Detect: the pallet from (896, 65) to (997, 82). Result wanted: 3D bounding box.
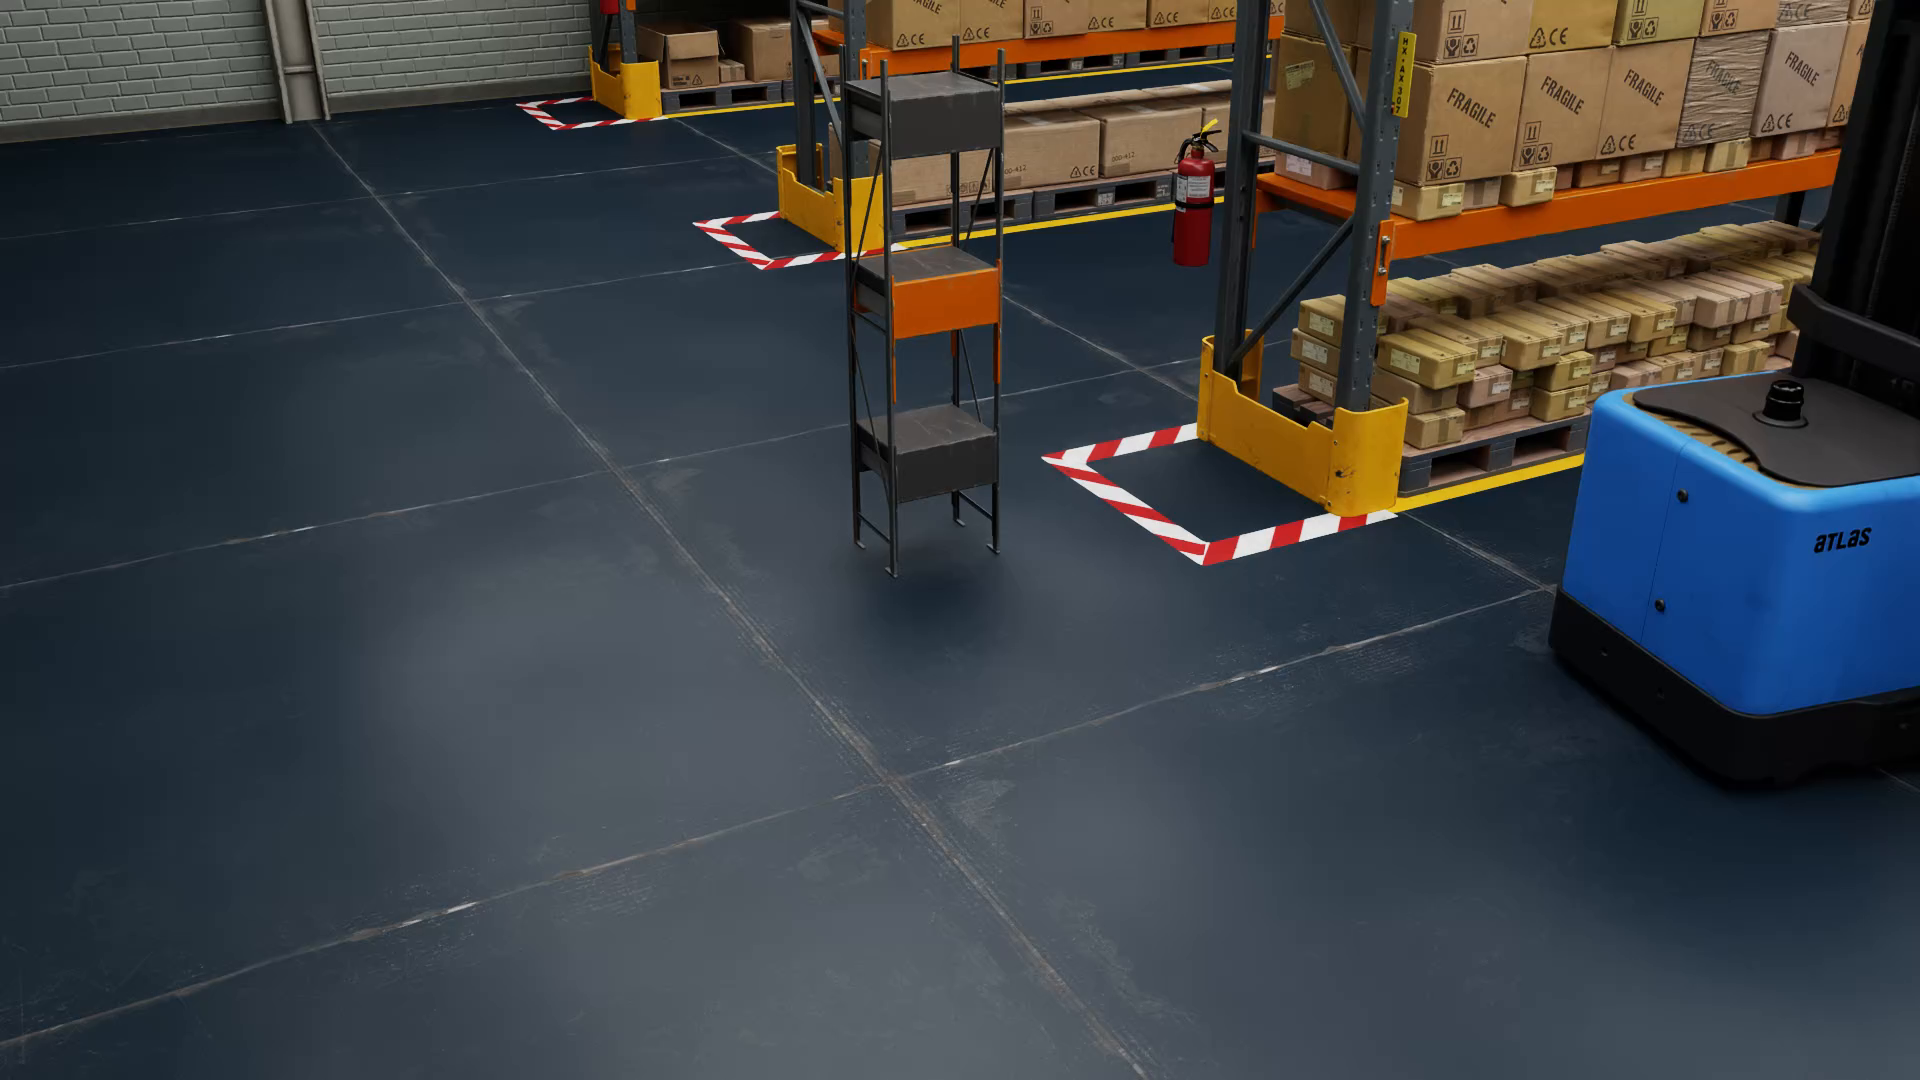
[{"bbox_3d":[-0.313,-4.868,17.145,1.213,0.211,1.003,-13,29,-25],"label":"pallet"}]

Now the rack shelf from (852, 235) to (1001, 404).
[{"bbox_3d":[-0.146,-0.901,6.731,0.480,0.518,0.431,-13,29,-25],"label":"rack shelf"}]

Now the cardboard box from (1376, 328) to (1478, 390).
[{"bbox_3d":[2.144,-0.834,7.643,0.250,0.149,0.380,-14,29,-27],"label":"cardboard box"}]

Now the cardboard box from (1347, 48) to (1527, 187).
[{"bbox_3d":[2.048,-1.850,7.178,0.500,0.500,0.500,-12,28,-23],"label":"cardboard box"}]

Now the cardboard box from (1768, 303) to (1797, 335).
[{"bbox_3d":[4.194,-1.217,8.785,0.250,0.149,0.380,-13,28,-25],"label":"cardboard box"}]

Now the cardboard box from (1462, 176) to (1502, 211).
[{"bbox_3d":[2.167,-1.580,7.366,0.250,0.149,0.380,-12,28,-23],"label":"cardboard box"}]

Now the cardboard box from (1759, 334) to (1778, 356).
[{"bbox_3d":[4.104,-1.087,8.857,0.250,0.149,0.380,-14,29,-26],"label":"cardboard box"}]

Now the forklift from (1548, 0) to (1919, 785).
[{"bbox_3d":[3.792,-0.871,5.678,3.031,2.935,1.130,-8,27,-16],"label":"forklift"}]

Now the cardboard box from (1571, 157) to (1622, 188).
[{"bbox_3d":[2.844,-1.765,7.752,0.250,0.149,0.380,-13,29,-26],"label":"cardboard box"}]

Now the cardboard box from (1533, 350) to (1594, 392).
[{"bbox_3d":[2.825,-0.860,8.041,0.250,0.149,0.380,-12,28,-24],"label":"cardboard box"}]

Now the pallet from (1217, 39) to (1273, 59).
[{"bbox_3d":[3.146,-5.684,18.845,1.213,0.211,1.003,-13,29,-25],"label":"pallet"}]

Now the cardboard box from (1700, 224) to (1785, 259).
[{"bbox_3d":[4.379,-1.647,9.337,0.250,0.149,0.380,-12,28,-23],"label":"cardboard box"}]

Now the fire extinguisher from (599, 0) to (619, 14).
[{"bbox_3d":[-3.148,-5.040,14.802,0.183,0.674,0.296,-13,29,-25],"label":"fire extinguisher"}]

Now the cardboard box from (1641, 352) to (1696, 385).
[{"bbox_3d":[3.493,-0.894,8.454,0.250,0.149,0.380,-13,29,-25],"label":"cardboard box"}]

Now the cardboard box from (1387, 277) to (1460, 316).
[{"bbox_3d":[2.287,-1.192,8.389,0.250,0.149,0.380,-14,29,-26],"label":"cardboard box"}]

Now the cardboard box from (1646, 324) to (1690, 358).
[{"bbox_3d":[3.477,-1.073,8.484,0.250,0.149,0.380,-12,28,-23],"label":"cardboard box"}]

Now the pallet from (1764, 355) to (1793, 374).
[{"bbox_3d":[4.475,-1.092,9.281,1.213,0.211,1.003,-13,29,-25],"label":"pallet"}]

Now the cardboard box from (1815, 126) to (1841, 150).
[{"bbox_3d":[4.209,-2.087,8.421,0.250,0.149,0.380,-14,29,-27],"label":"cardboard box"}]

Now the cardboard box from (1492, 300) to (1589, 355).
[{"bbox_3d":[2.793,-1.021,8.032,0.250,0.149,0.380,-15,29,-28],"label":"cardboard box"}]

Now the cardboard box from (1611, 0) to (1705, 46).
[{"bbox_3d":[2.954,-2.507,7.393,0.500,0.500,0.500,-14,29,-26],"label":"cardboard box"}]

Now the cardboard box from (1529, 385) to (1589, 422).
[{"bbox_3d":[2.820,-0.721,8.096,0.250,0.149,0.380,-13,28,-24],"label":"cardboard box"}]

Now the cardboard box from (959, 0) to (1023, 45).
[{"bbox_3d":[0.095,-3.702,11.379,0.500,0.500,0.500,-13,29,-26],"label":"cardboard box"}]

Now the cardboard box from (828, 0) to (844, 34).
[{"bbox_3d":[-0.596,-3.799,11.582,0.500,0.500,0.500,-13,28,-25],"label":"cardboard box"}]

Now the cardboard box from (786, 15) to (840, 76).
[{"bbox_3d":[-1.366,-4.829,16.246,0.500,0.500,0.500,-12,28,-24],"label":"cardboard box"}]

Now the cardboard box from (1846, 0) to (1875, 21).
[{"bbox_3d":[4.310,-2.823,8.050,0.500,0.500,0.500,-14,29,-27],"label":"cardboard box"}]

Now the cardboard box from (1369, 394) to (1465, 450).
[{"bbox_3d":[2.135,-0.573,7.787,0.250,0.149,0.380,-12,28,-24],"label":"cardboard box"}]

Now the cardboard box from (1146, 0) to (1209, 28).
[{"bbox_3d":[1.455,-4.008,12.016,0.500,0.500,0.500,-13,29,-26],"label":"cardboard box"}]

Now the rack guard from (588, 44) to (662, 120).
[{"bbox_3d":[-3.169,-4.338,15.708,0.348,0.500,1.175,-13,29,-25],"label":"rack guard"}]

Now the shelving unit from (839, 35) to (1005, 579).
[{"bbox_3d":[-0.146,-0.913,6.725,0.503,2.100,0.431,-13,29,-25],"label":"shelving unit"}]

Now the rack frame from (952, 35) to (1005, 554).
[{"bbox_3d":[0.069,-0.963,6.829,0.015,2.100,0.400,-13,29,-25],"label":"rack frame"}]

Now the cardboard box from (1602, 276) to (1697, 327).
[{"bbox_3d":[3.472,-1.198,8.400,0.250,0.149,0.380,-13,29,-25],"label":"cardboard box"}]

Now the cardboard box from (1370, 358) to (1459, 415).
[{"bbox_3d":[2.105,-0.732,7.773,0.250,0.149,0.380,-12,28,-23],"label":"cardboard box"}]

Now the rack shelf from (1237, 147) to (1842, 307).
[{"bbox_3d":[3.286,-1.768,8.298,4.000,0.370,1.077,-13,29,-25],"label":"rack shelf"}]

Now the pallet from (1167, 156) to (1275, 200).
[{"bbox_3d":[1.925,-2.987,13.228,1.213,0.211,1.003,-13,29,-25],"label":"pallet"}]

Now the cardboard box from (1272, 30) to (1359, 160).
[{"bbox_3d":[1.797,-2.054,7.603,0.500,0.500,0.500,-12,28,-24],"label":"cardboard box"}]

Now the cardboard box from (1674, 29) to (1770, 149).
[{"bbox_3d":[3.393,-2.170,7.844,0.500,0.500,0.500,-14,29,-26],"label":"cardboard box"}]

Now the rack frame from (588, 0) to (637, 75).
[{"bbox_3d":[-3.236,-5.450,15.135,0.127,3.000,1.000,-13,29,-25],"label":"rack frame"}]

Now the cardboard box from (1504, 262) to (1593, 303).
[{"bbox_3d":[3.041,-1.308,8.630,0.250,0.149,0.380,-14,29,-27],"label":"cardboard box"}]

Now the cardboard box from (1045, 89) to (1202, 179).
[{"bbox_3d":[1.238,-3.134,12.787,0.875,0.438,0.875,-14,29,-27],"label":"cardboard box"}]

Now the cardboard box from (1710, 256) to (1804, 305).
[{"bbox_3d":[4.171,-1.356,8.731,0.250,0.149,0.380,-12,28,-23],"label":"cardboard box"}]

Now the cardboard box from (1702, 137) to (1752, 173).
[{"bbox_3d":[3.563,-1.893,8.017,0.250,0.149,0.380,-12,28,-24],"label":"cardboard box"}]

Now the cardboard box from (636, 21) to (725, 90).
[{"bbox_3d":[-2.652,-4.602,15.768,0.637,0.503,0.797,-14,29,-27],"label":"cardboard box"}]

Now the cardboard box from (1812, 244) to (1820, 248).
[{"bbox_3d":[4.860,-1.500,9.030,0.250,0.149,0.380,-12,28,-24],"label":"cardboard box"}]

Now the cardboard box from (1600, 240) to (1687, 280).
[{"bbox_3d":[3.696,-1.495,9.019,0.250,0.149,0.380,-12,28,-24],"label":"cardboard box"}]

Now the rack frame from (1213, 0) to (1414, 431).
[{"bbox_3d":[1.522,-1.685,7.294,0.127,3.000,1.000,-13,29,-25],"label":"rack frame"}]
